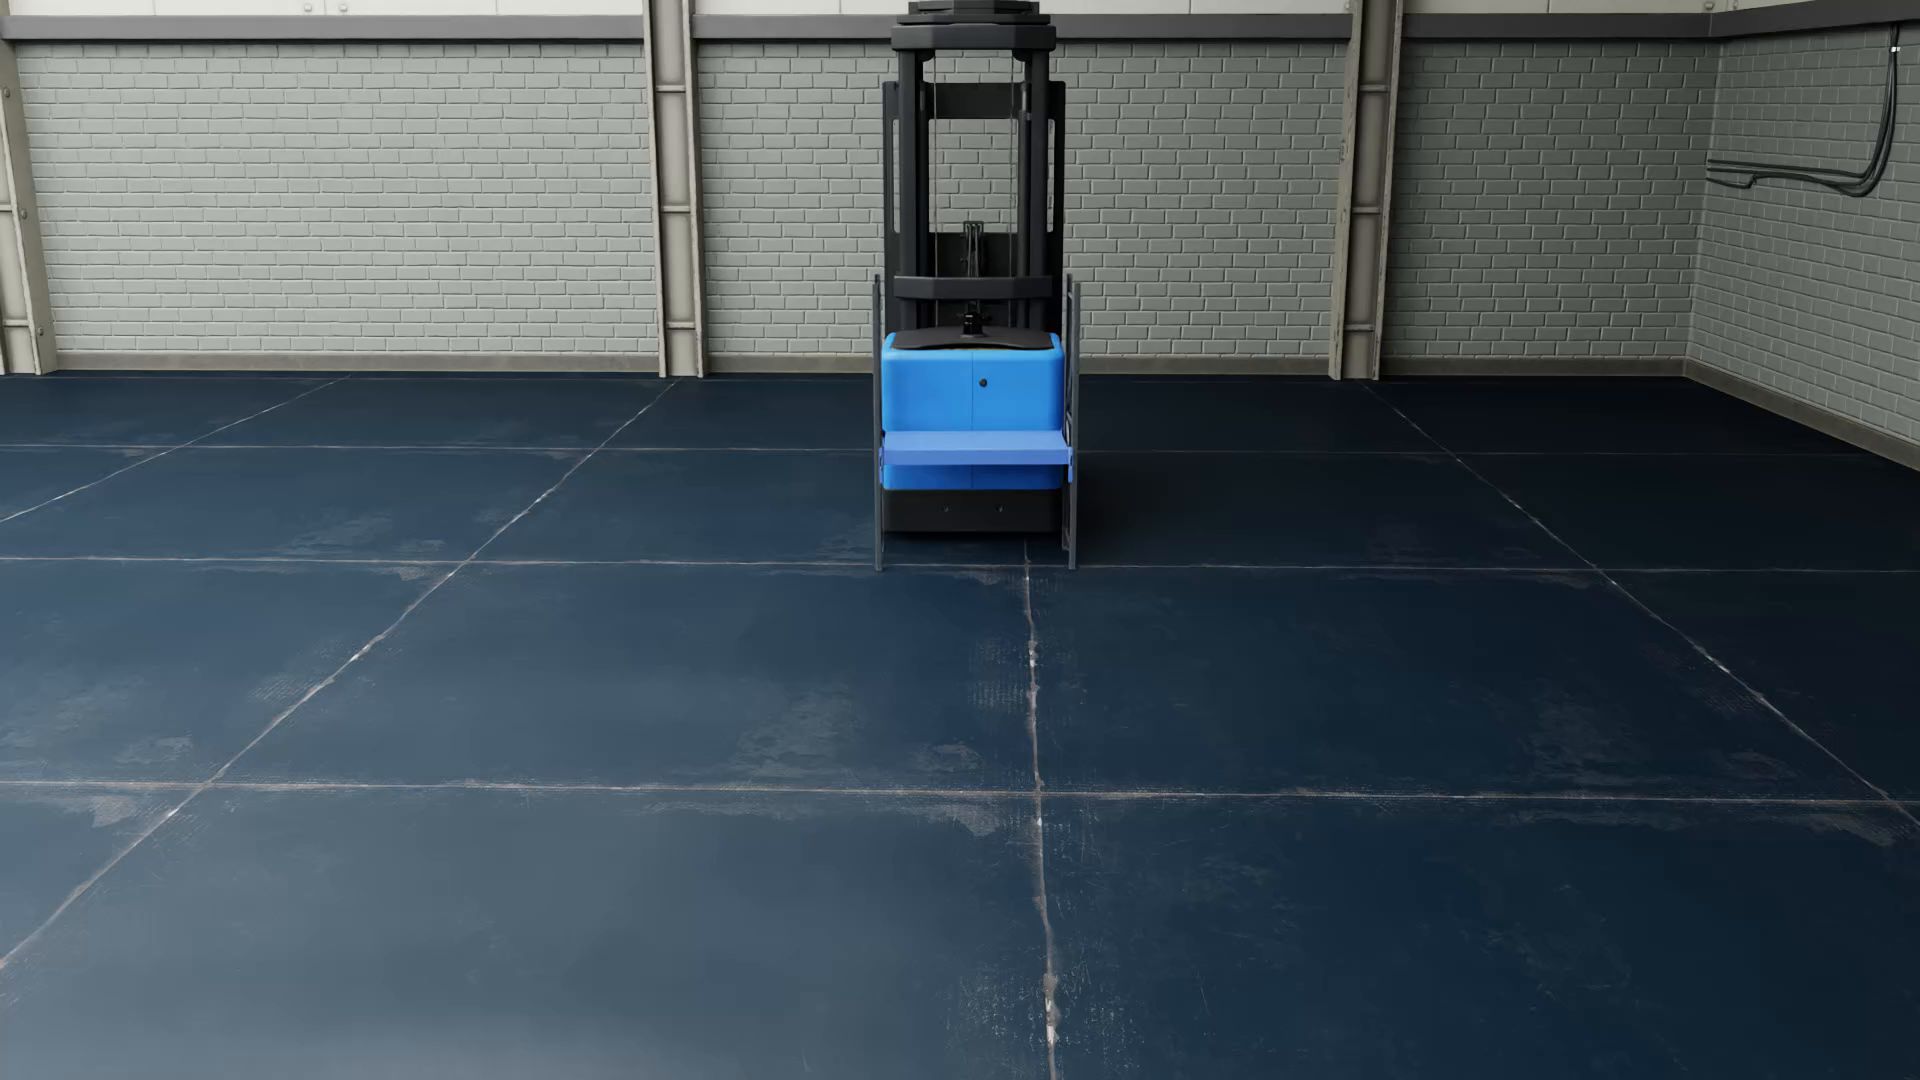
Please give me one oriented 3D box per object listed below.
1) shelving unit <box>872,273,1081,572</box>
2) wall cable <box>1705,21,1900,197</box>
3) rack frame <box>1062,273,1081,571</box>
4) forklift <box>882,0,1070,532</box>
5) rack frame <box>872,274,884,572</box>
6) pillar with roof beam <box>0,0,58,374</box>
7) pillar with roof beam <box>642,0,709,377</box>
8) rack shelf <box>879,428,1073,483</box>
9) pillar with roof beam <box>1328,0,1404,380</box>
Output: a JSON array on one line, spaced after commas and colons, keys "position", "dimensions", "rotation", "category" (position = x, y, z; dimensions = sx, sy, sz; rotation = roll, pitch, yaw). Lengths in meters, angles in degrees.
[{"position": [0.078, -0.625, 8.768], "dimensions": [1.048, 1.500, 0.538], "rotation": [0, 15, -1], "category": "shelving unit"}, {"position": [6.426, -3.949, 12.755], "dimensions": [0.112, 2.526, 3.097], "rotation": [0, 15, 1], "category": "wall cable"}, {"position": [0.586, -0.628, 8.779], "dimensions": [0.032, 1.500, 0.500], "rotation": [0, 15, -1], "category": "rack frame"}, {"position": [0.084, -1.777, 10.332], "dimensions": [1.130, 2.935, 3.031], "rotation": [0, 15, 1], "category": "forklift"}, {"position": [-0.431, -0.622, 8.757], "dimensions": [0.032, 1.500, 0.500], "rotation": [0, 15, -1], "category": "rack frame"}, {"position": [-8.592, -4.787, 9.845], "dimensions": [0.400, 9.000, 9.100], "rotation": [0, 15, 1], "category": "pillar with roof beam"}, {"position": [-2.594, -4.748, 9.697], "dimensions": [0.400, 9.000, 9.100], "rotation": [0, 15, 1], "category": "pillar with roof beam"}, {"position": [0.078, -0.451, 8.814], "dimensions": [1.000, 0.185, 0.538], "rotation": [0, 15, -1], "category": "rack shelf"}, {"position": [3.405, -4.709, 9.549], "dimensions": [0.400, 9.000, 9.100], "rotation": [0, 15, 1], "category": "pillar with roof beam"}]
